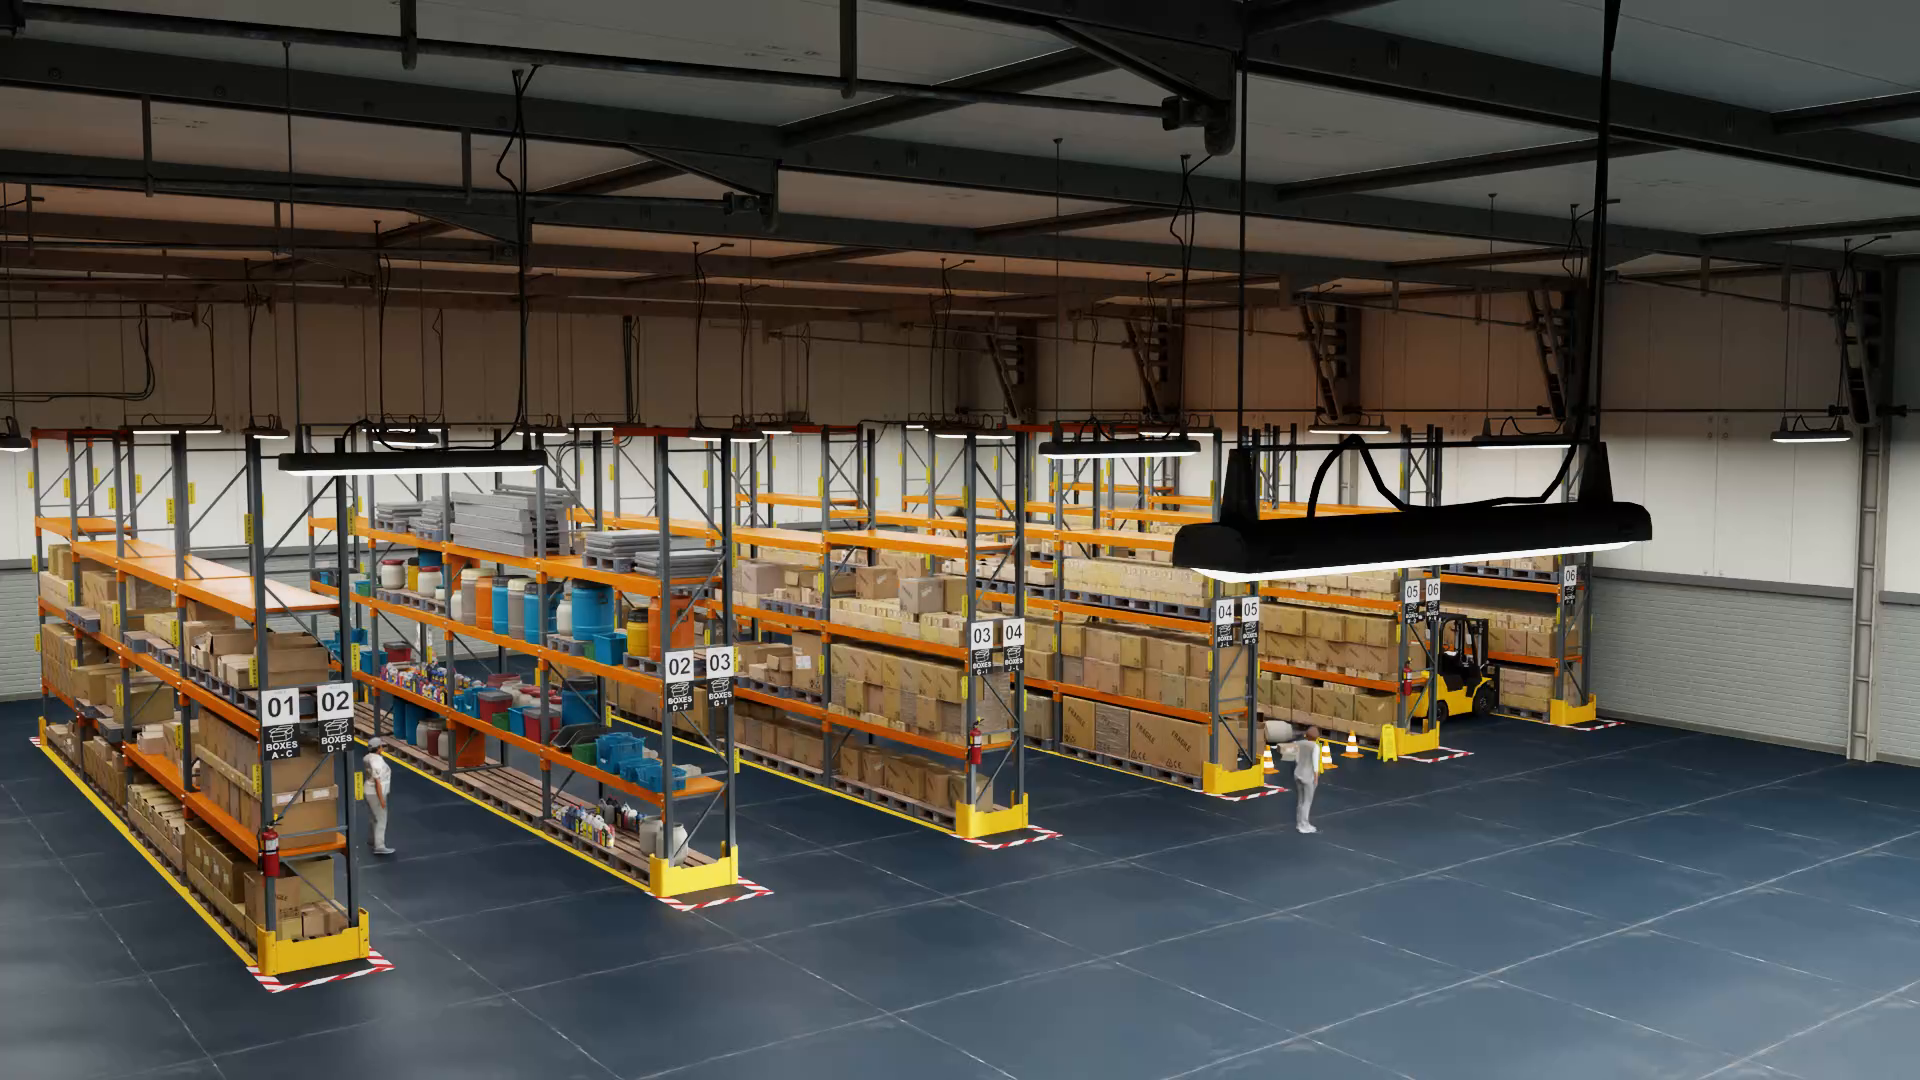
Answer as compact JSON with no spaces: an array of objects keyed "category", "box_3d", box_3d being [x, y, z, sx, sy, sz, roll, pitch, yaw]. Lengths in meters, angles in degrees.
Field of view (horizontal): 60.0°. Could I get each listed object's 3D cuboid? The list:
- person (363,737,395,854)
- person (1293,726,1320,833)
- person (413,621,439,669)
[{"category":"person","box_3d":[-8.320,3.660,23.780,0.418,1.709,0.577,-2,5,-20]},{"category":"person","box_3d":[5.205,3.585,24.910,0.367,1.606,0.441,-3,5,-31]},{"category":"person","box_3d":[-12.256,2.494,37.928,1.018,1.717,0.558,-1,5,-17]}]
